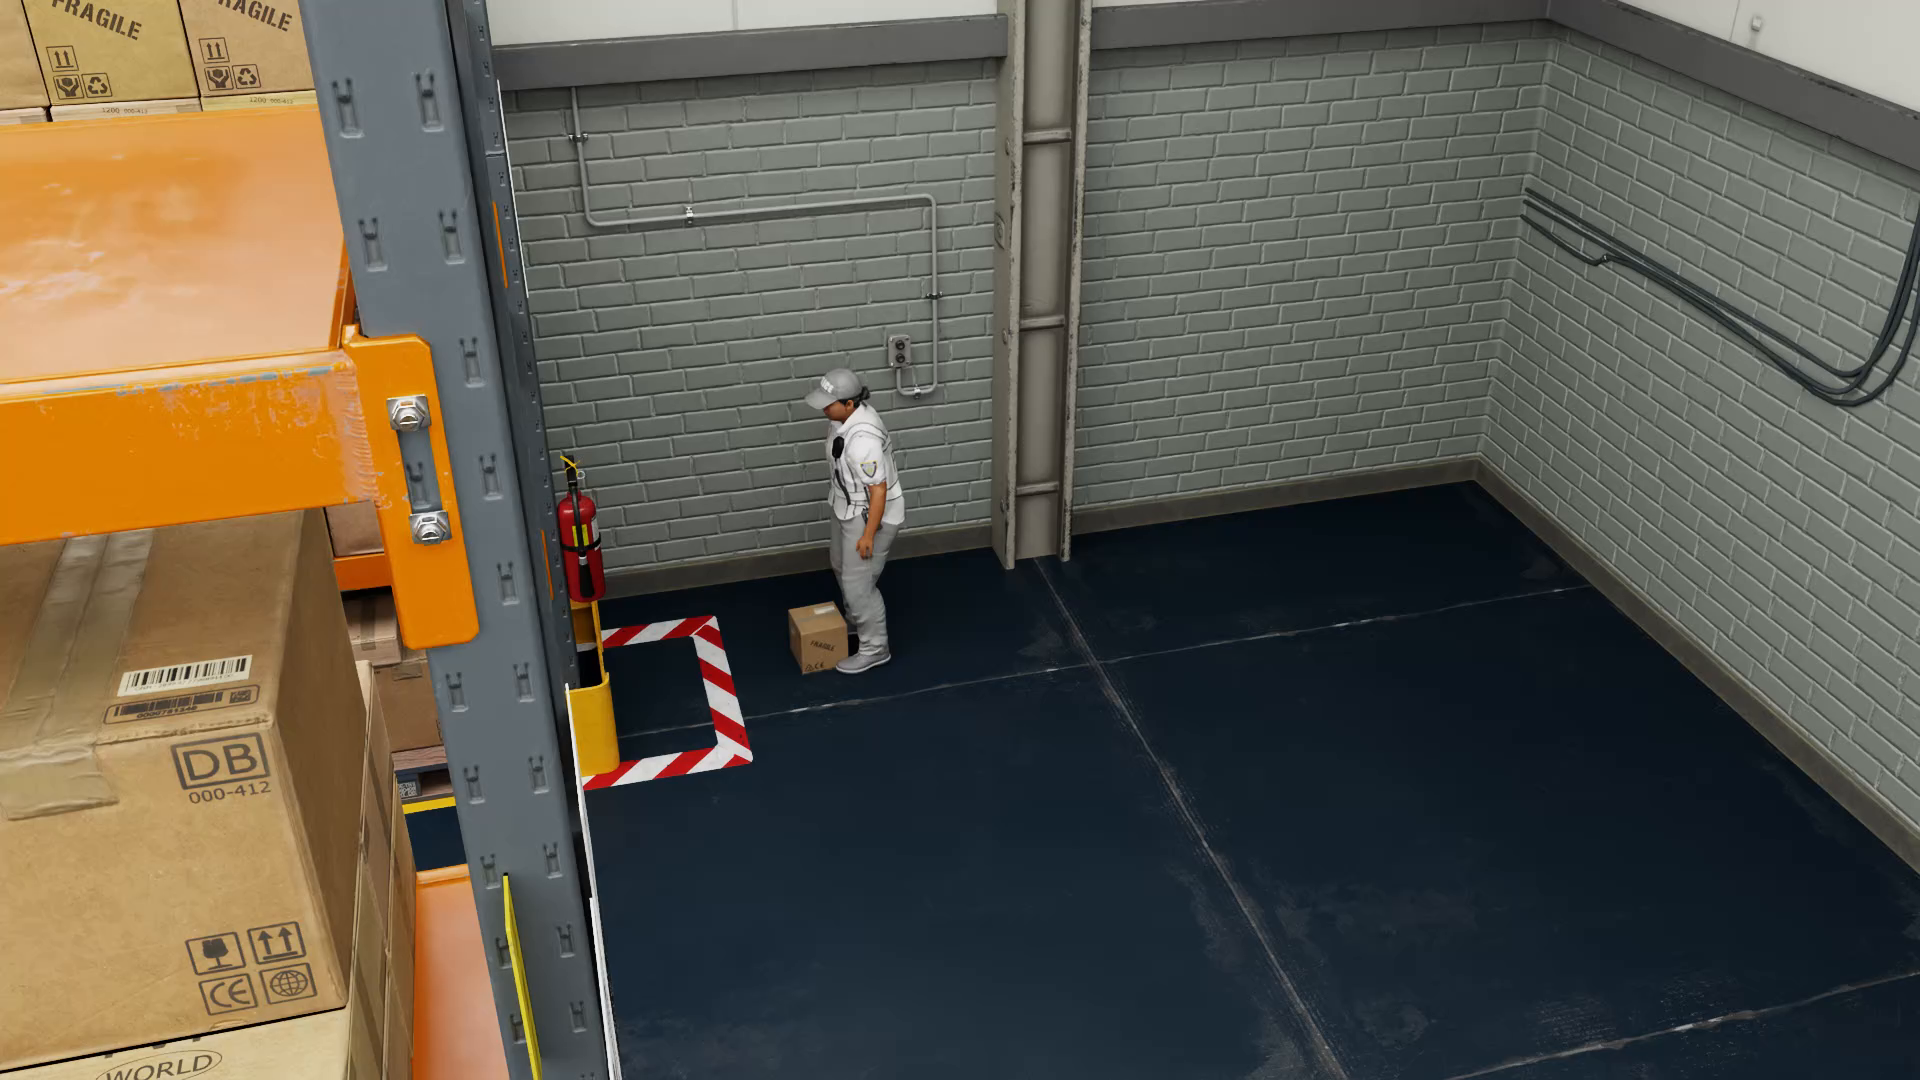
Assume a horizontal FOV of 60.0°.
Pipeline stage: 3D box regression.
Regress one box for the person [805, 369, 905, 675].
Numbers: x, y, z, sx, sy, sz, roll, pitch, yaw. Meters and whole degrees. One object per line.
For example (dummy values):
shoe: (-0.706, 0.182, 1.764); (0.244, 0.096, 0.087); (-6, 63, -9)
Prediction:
person: (-0.536, -0.127, 8.442); (0.468, 1.665, 0.557); (-10, 32, -16)
